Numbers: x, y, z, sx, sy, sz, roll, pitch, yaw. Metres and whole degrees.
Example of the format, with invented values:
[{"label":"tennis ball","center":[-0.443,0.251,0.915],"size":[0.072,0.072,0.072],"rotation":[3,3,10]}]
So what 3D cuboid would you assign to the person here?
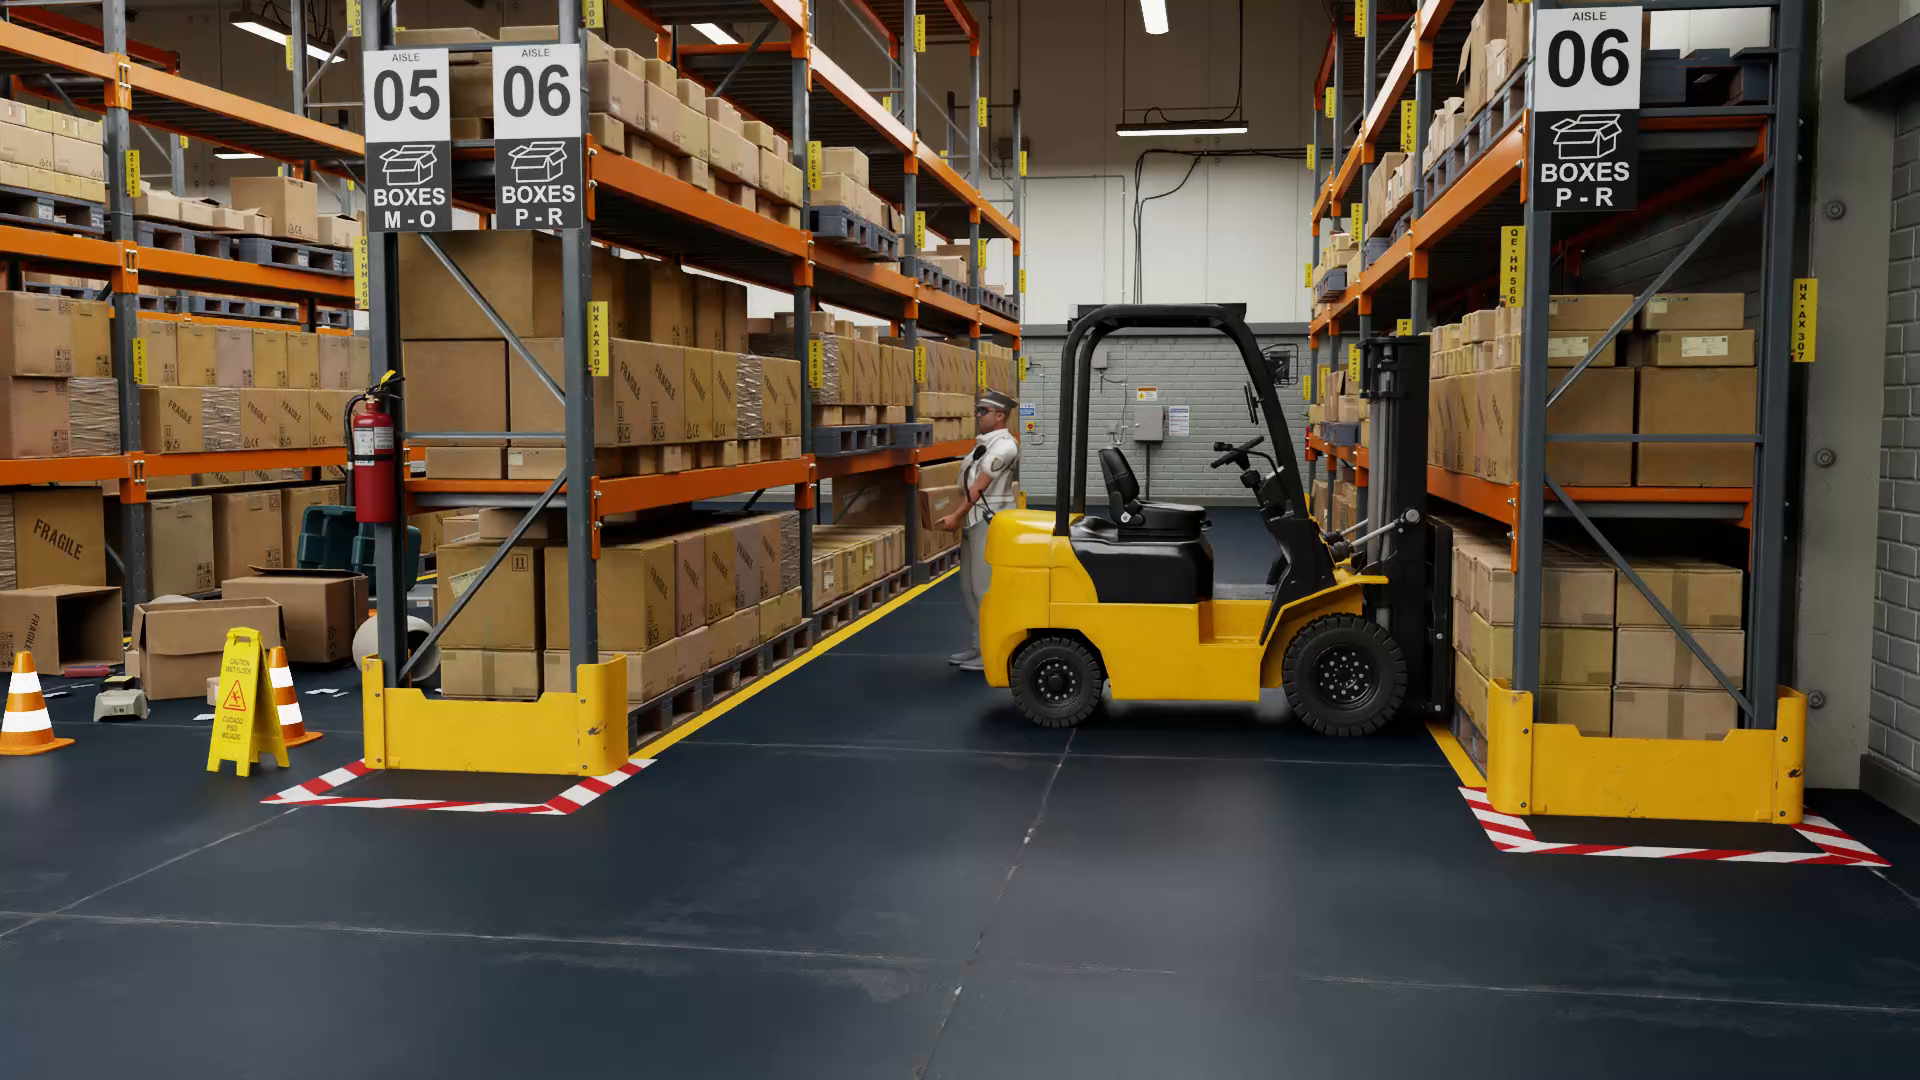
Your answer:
[{"label":"person","center":[0.084,-0.075,10.471],"size":[0.563,1.767,0.494],"rotation":[-1,5,-15]}]
